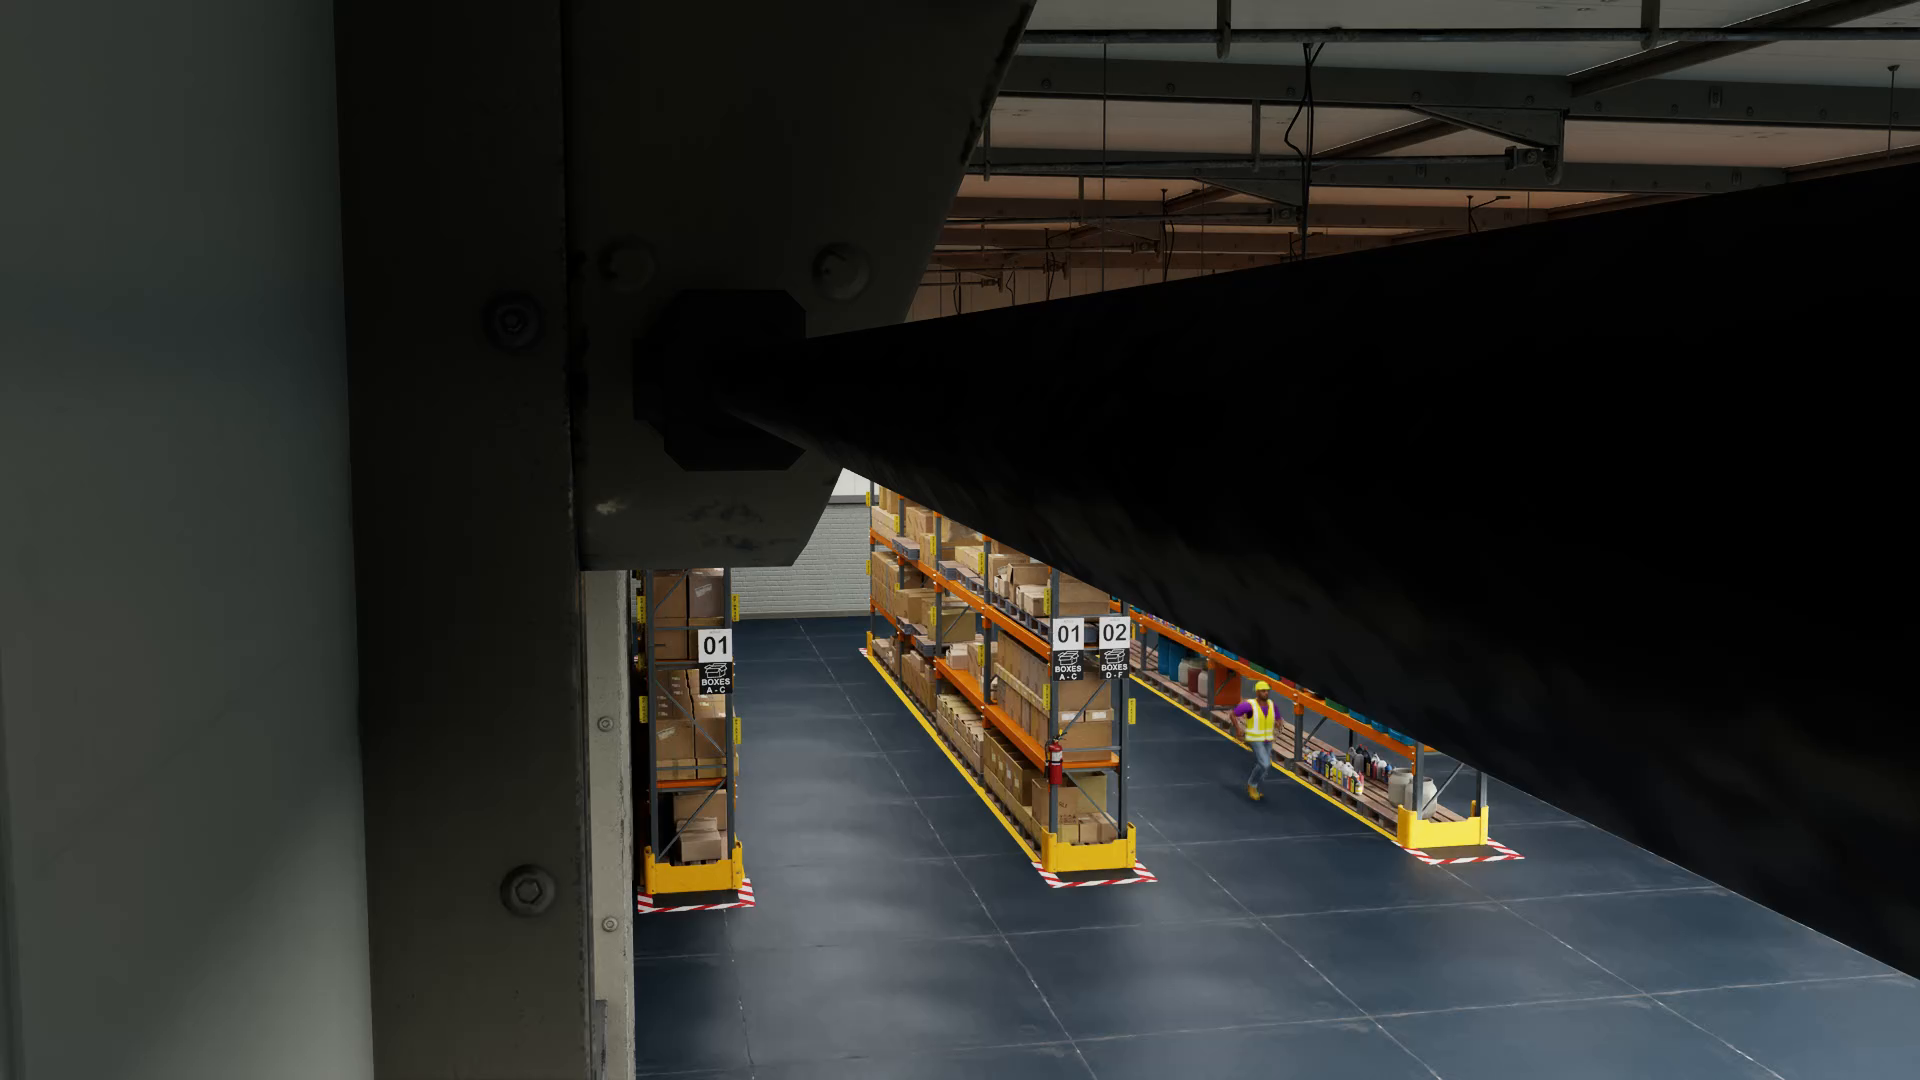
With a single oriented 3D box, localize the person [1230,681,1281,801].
[{"bbox_3d":[4.388,2.924,24.223,0.692,1.741,0.660,-3,7,-27],"label":"person"}]
